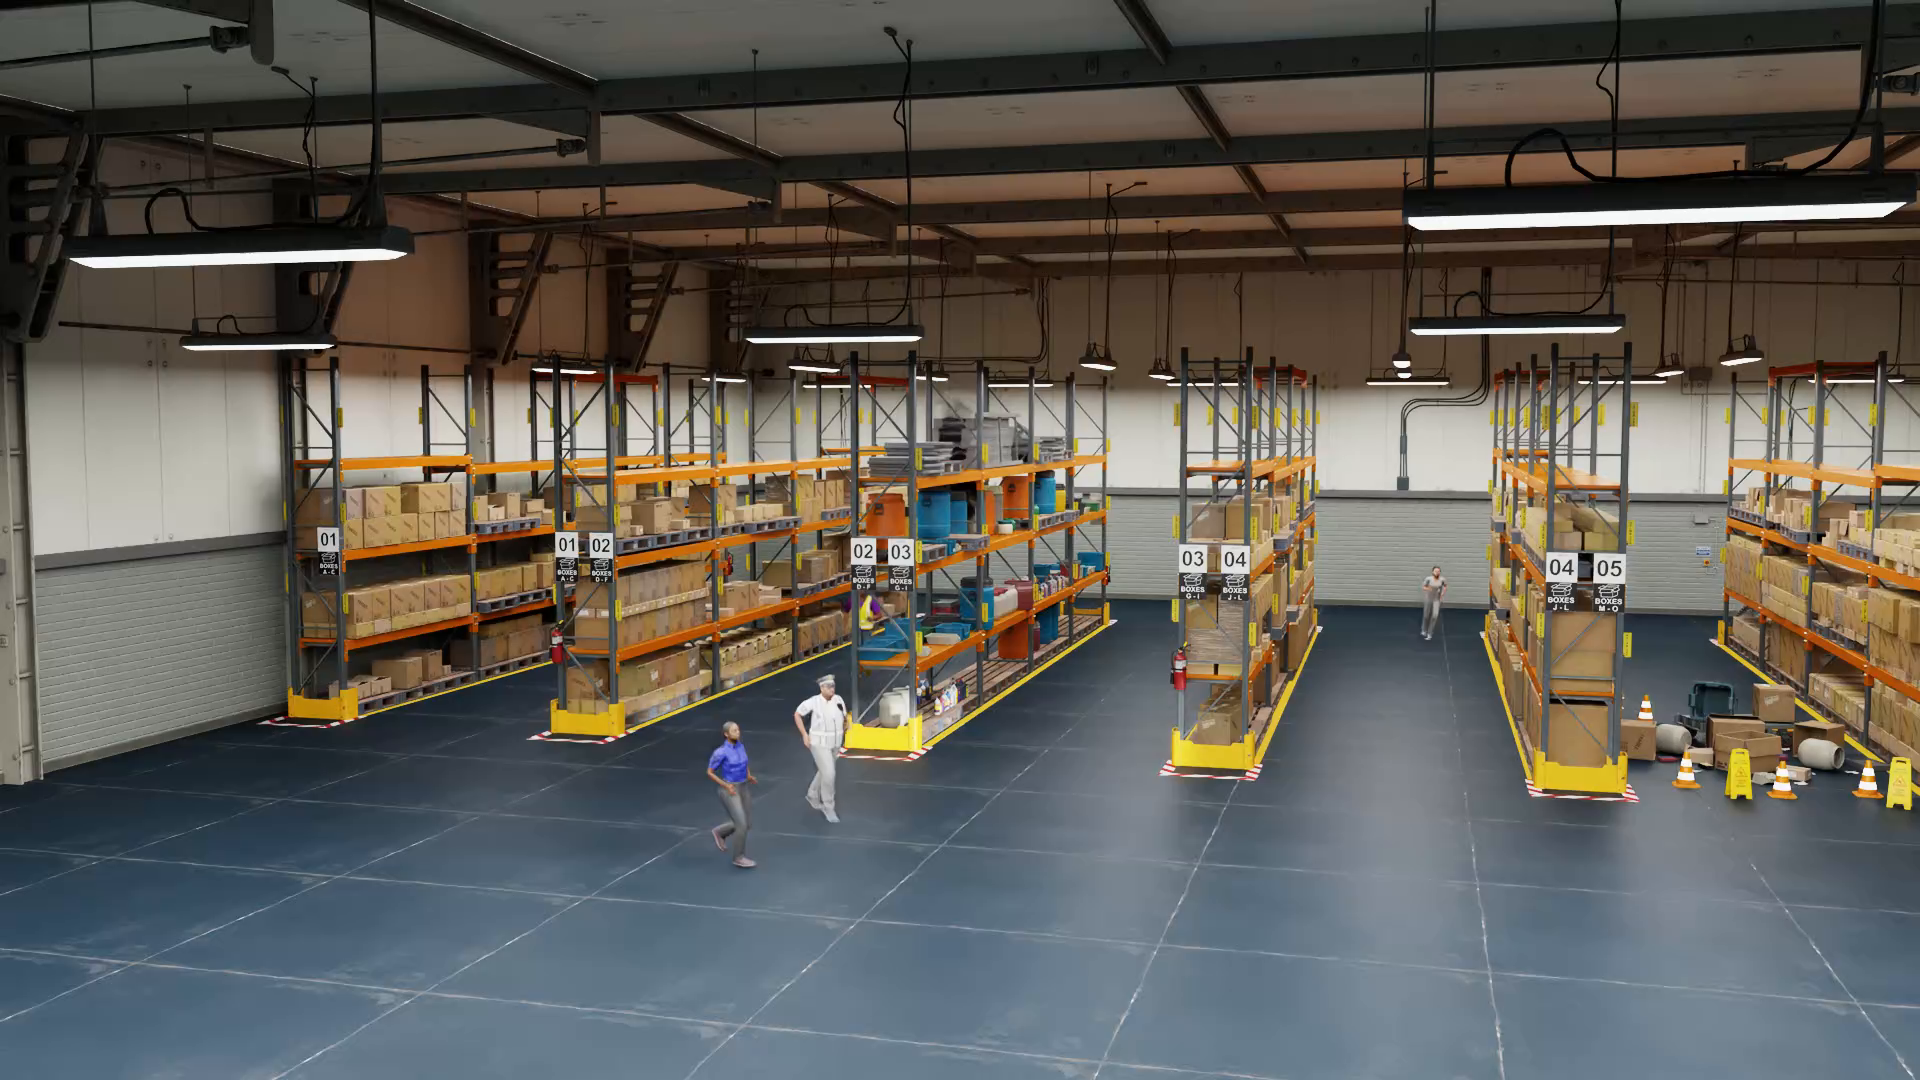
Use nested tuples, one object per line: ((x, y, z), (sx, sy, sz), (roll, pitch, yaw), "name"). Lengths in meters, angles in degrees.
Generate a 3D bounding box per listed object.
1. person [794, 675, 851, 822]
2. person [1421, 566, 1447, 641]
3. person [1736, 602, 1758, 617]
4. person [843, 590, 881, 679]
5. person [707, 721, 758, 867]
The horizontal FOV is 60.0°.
((-1.692, 2.592, 20.926), (0.816, 1.842, 0.645), (4, 6, 44), "person")
((10.740, 1.418, 37.682), (0.562, 1.690, 0.779), (1, 4, 18), "person")
((17.971, 1.408, 37.892), (0.654, 1.700, 0.666), (-2, 5, -29), "person")
((-1.790, 1.632, 30.143), (0.714, 1.758, 0.780), (0, 4, 5), "person")
((-2.556, 2.836, 18.620), (0.636, 1.597, 0.579), (3, 5, 33), "person")
